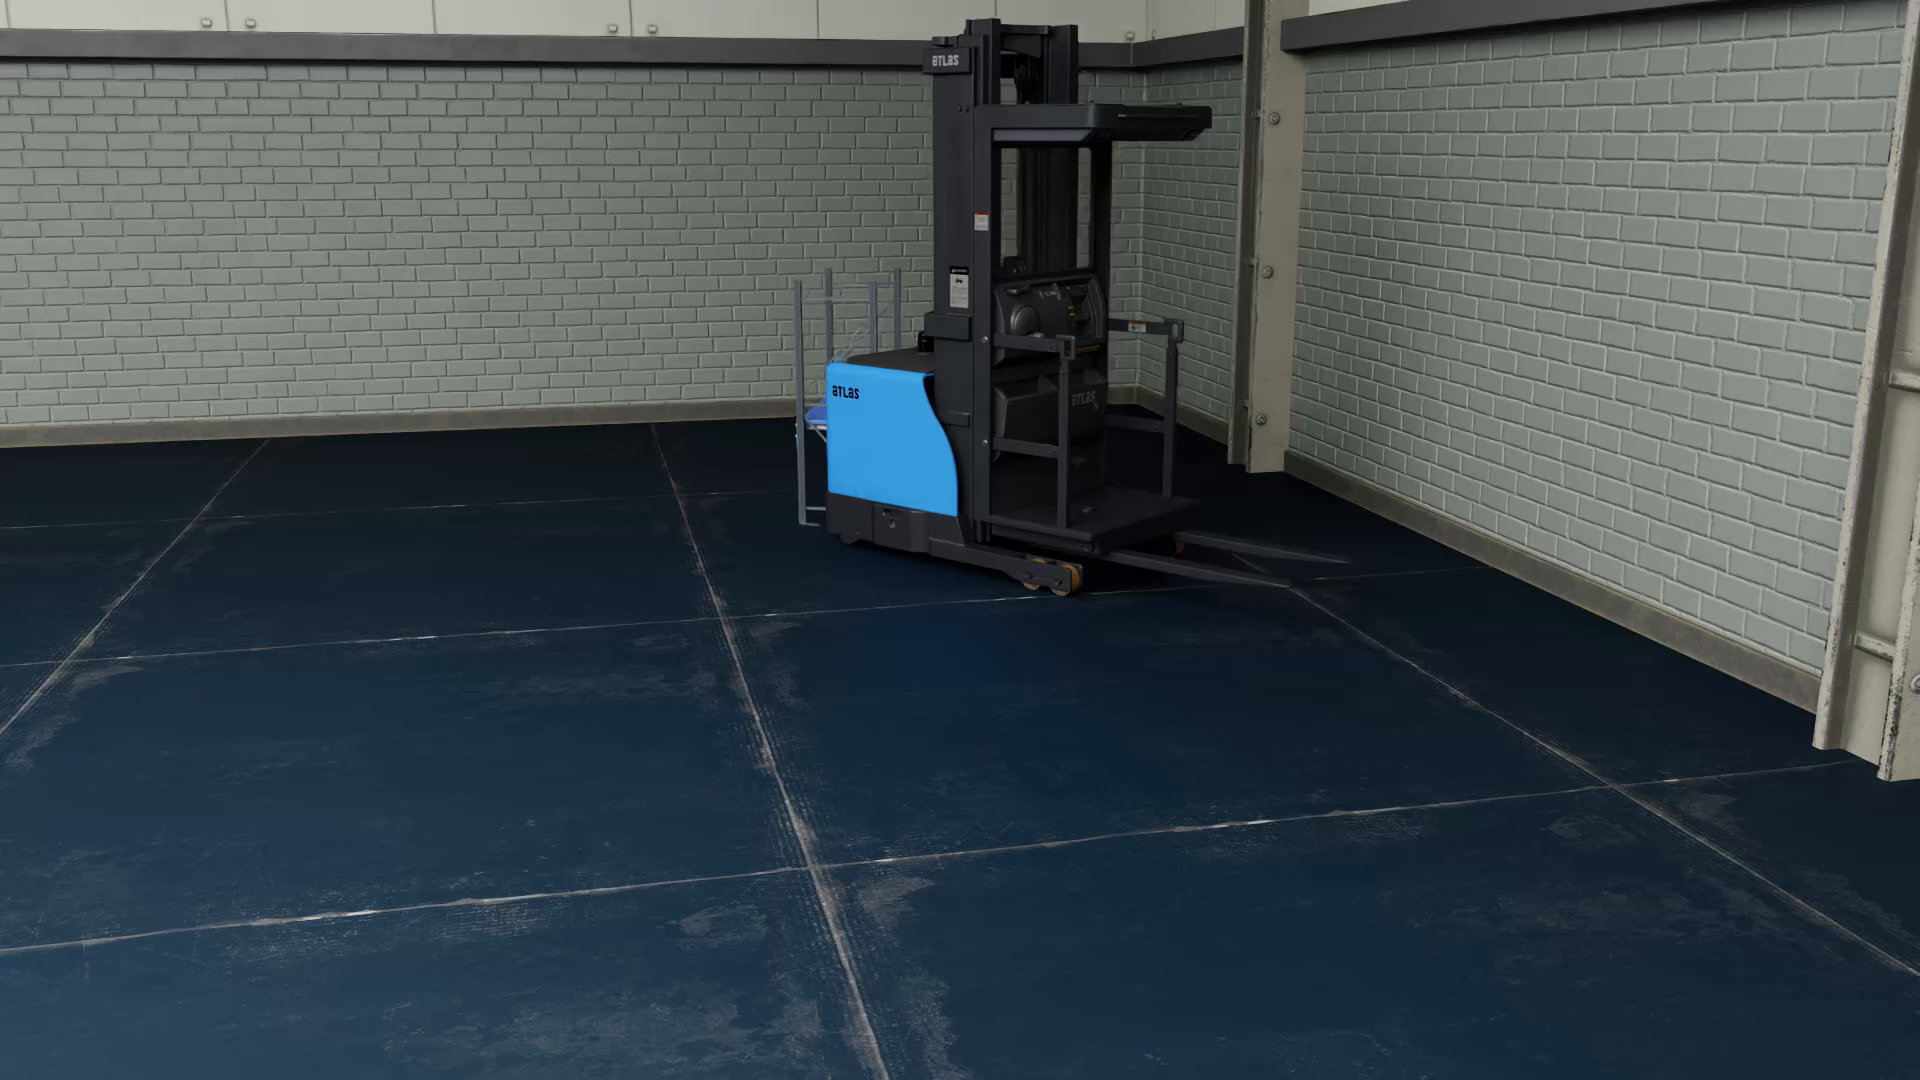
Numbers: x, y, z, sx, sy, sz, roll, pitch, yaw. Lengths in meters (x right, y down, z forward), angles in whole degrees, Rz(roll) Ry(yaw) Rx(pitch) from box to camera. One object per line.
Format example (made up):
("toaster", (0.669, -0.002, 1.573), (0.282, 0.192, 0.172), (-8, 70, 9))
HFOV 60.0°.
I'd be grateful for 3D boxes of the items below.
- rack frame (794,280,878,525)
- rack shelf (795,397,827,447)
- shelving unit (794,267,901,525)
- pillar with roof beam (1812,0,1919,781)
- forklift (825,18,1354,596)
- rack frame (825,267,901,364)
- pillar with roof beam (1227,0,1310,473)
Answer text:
("rack frame", (-0.747, -0.820, 10.125), (0.500, 1.500, 0.032), (1, 14, 6))
("rack shelf", (-0.694, -0.766, 10.659), (0.538, 0.185, 1.000), (1, 14, 6))
("shelving unit", (-0.694, -0.940, 10.616), (0.538, 1.500, 1.048), (1, 14, 6))
("pillar with roof beam", (-0.610, -3.282, 4.398), (9.100, 9.000, 0.400), (-3, 14, -13))
("forklift", (0.657, -1.272, 8.960), (3.031, 2.935, 1.130), (11, 18, 39))
("rack frame", (-0.640, -1.060, 11.107), (0.500, 1.500, 0.032), (1, 14, 6))
("pillar with roof beam", (-2.019, -4.666, 10.064), (9.100, 9.000, 0.400), (-3, 14, -13))
